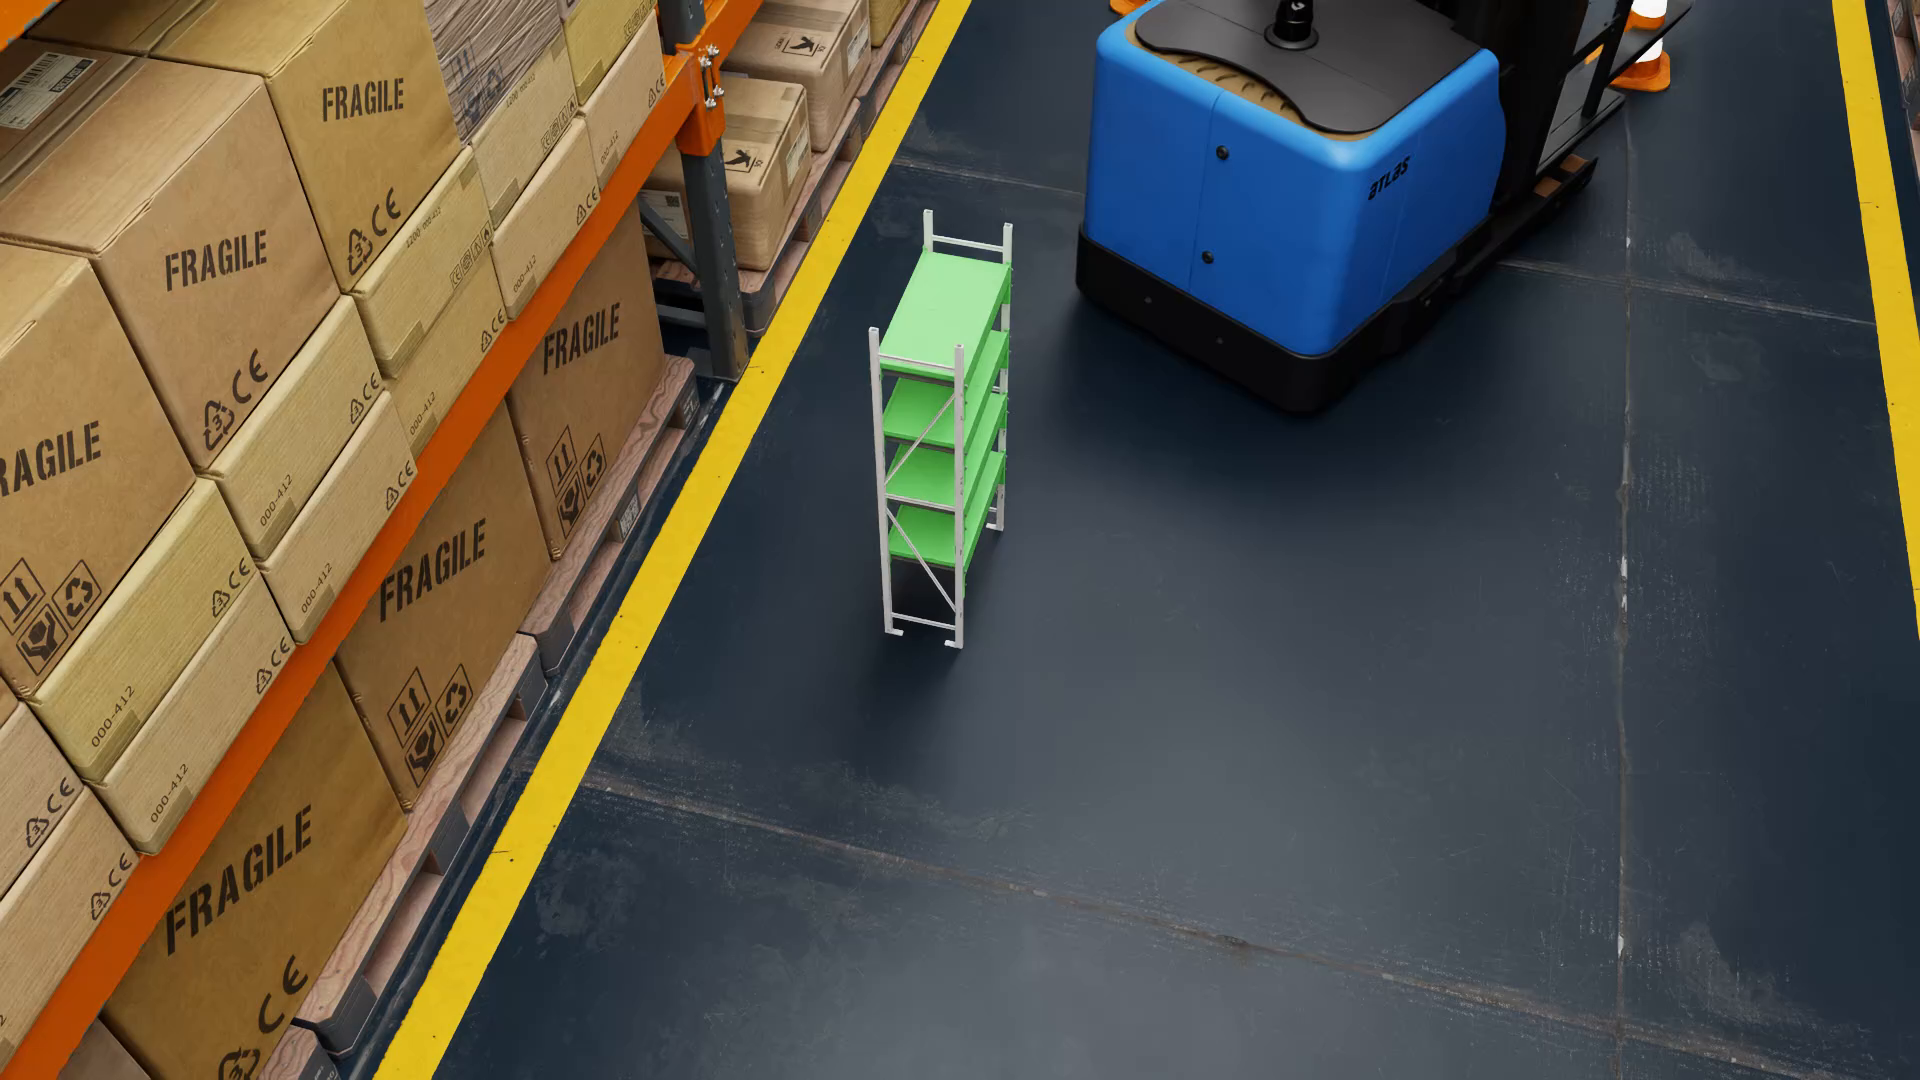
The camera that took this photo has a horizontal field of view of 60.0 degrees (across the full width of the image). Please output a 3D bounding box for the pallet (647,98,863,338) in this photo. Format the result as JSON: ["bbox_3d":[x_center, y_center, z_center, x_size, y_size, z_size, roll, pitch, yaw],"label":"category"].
[{"bbox_3d":[-1.023,-1.312,6.267,1.003,0.211,1.213,12,50,10],"label":"pallet"}]

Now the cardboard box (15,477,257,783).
[{"bbox_3d":[-1.626,0.103,2.925,0.500,0.250,0.500,12,50,11],"label":"cardboard box"}]

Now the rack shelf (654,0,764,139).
[{"bbox_3d":[-0.704,-2.878,6.269,1.077,0.370,4.000,12,50,10],"label":"rack shelf"}]

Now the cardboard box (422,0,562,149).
[{"bbox_3d":[-1.241,-1.235,3.606,0.500,0.500,0.500,12,50,11],"label":"cardboard box"}]

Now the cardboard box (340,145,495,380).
[{"bbox_3d":[-1.359,-0.639,3.580,0.500,0.250,0.500,10,49,9],"label":"cardboard box"}]

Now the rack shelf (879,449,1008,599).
[{"bbox_3d":[-0.044,-0.076,4.922,0.258,0.148,0.480,12,50,10],"label":"rack shelf"}]

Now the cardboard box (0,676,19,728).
[{"bbox_3d":[-1.783,0.225,2.317,0.500,0.500,0.500,11,50,10],"label":"cardboard box"}]

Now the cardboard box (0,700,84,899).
[{"bbox_3d":[-1.785,0.463,2.607,0.500,0.250,0.500,12,50,11],"label":"cardboard box"}]

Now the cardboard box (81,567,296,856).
[{"bbox_3d":[-1.627,0.265,3.115,0.500,0.250,0.500,11,50,10],"label":"cardboard box"}]

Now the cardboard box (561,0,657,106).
[{"bbox_3d":[-1.112,-1.385,4.238,0.500,0.250,0.500,11,50,10],"label":"cardboard box"}]

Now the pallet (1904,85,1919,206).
[{"bbox_3d":[4.175,-1.278,6.237,1.003,0.211,1.213,12,50,10],"label":"pallet"}]

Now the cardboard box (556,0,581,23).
[{"bbox_3d":[-1.114,-1.608,3.935,0.500,0.500,0.500,10,49,9],"label":"cardboard box"}]

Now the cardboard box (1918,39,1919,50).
[{"bbox_3d":[4.291,-1.890,6.138,1.050,0.750,0.750,12,50,10],"label":"cardboard box"}]

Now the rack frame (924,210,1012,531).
[{"bbox_3d":[0.021,-0.454,4.850,0.240,1.200,0.015,12,50,10],"label":"rack frame"}]

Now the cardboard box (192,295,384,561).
[{"bbox_3d":[-1.495,-0.263,3.248,0.500,0.250,0.500,10,49,9],"label":"cardboard box"}]

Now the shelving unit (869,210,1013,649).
[{"bbox_3d":[-0.044,-0.277,4.694,0.258,1.200,0.503,12,50,10],"label":"shelving unit"}]

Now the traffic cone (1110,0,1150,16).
[{"bbox_3d":[0.847,-2.550,7.192,0.336,0.463,0.334,12,50,10],"label":"traffic cone"}]

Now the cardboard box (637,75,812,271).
[{"bbox_3d":[-1.072,-1.345,5.909,0.950,0.372,0.625,9,49,7],"label":"cardboard box"}]

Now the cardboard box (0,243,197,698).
[{"bbox_3d":[-1.648,-0.137,2.637,0.500,0.500,0.500,10,49,9],"label":"cardboard box"}]

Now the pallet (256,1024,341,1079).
[{"bbox_3d":[-2.153,1.574,3.720,1.003,0.211,1.213,12,50,10],"label":"pallet"}]

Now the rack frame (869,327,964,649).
[{"bbox_3d":[-0.108,-0.101,4.539,0.240,1.200,0.015,12,50,10],"label":"rack frame"}]

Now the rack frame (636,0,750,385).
[{"bbox_3d":[-1.230,-1.669,4.723,1.000,3.000,0.127,12,50,10],"label":"rack frame"}]

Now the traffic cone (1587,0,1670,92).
[{"bbox_3d":[2.815,-2.147,6.837,0.336,0.463,0.334,12,50,10],"label":"traffic cone"}]

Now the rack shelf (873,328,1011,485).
[{"bbox_3d":[-0.044,-0.394,4.562,0.258,0.148,0.480,12,50,10],"label":"rack shelf"}]

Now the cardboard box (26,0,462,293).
[{"bbox_3d":[-1.378,-0.877,3.290,0.500,0.500,0.500,12,50,10],"label":"cardboard box"}]

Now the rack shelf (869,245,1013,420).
[{"bbox_3d":[-0.044,-0.553,4.383,0.258,0.148,0.480,12,50,10],"label":"rack shelf"}]

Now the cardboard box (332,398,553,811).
[{"bbox_3d":[-1.731,0.022,4.367,0.875,0.875,0.875,12,50,10],"label":"cardboard box"}]

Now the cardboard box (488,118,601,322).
[{"bbox_3d":[-1.232,-0.830,4.082,0.500,0.250,0.500,12,50,11],"label":"cardboard box"}]

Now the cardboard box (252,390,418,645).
[{"bbox_3d":[-1.487,-0.095,3.433,0.500,0.250,0.500,11,49,9],"label":"cardboard box"}]

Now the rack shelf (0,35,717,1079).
[{"bbox_3d":[-1.757,0.015,3.716,1.077,0.370,4.000,12,50,10],"label":"rack shelf"}]

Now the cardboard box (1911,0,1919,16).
[{"bbox_3d":[4.548,-2.587,6.753,1.050,0.750,0.750,11,50,10],"label":"cardboard box"}]

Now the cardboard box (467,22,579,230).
[{"bbox_3d":[-1.244,-1.013,3.910,0.500,0.250,0.500,10,49,9],"label":"cardboard box"}]

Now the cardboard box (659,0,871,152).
[{"bbox_3d":[-0.885,-1.881,6.382,0.950,0.372,0.625,11,49,9],"label":"cardboard box"}]

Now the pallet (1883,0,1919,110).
[{"bbox_3d":[4.494,-2.163,7.018,1.003,0.211,1.213,12,50,10],"label":"pallet"}]

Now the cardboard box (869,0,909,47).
[{"bbox_3d":[-0.680,-2.428,6.865,0.950,0.372,0.625,13,50,11],"label":"cardboard box"}]

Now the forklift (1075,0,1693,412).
[{"bbox_3d":[1.785,-2.413,5.425,1.130,2.935,3.031,35,57,27],"label":"forklift"}]

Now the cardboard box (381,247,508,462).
[{"bbox_3d":[-1.380,-0.469,3.763,0.500,0.250,0.500,11,50,10],"label":"cardboard box"}]

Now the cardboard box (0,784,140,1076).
[{"bbox_3d":[-1.778,0.633,2.791,0.500,0.250,0.500,10,49,9],"label":"cardboard box"}]

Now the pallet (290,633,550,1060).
[{"bbox_3d":[-1.833,0.688,4.502,1.003,0.211,1.213,12,50,10],"label":"pallet"}]

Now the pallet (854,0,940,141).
[{"bbox_3d":[-0.700,-2.191,7.043,1.003,0.211,1.213,12,50,10],"label":"pallet"}]

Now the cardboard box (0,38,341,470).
[{"bbox_3d":[-1.518,-0.512,2.968,0.500,0.500,0.500,11,49,9],"label":"cardboard box"}]

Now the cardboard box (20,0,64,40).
[{"bbox_3d":[-1.868,-0.993,3.392,0.500,0.500,0.500,13,50,11],"label":"cardboard box"}]

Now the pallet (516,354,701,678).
[{"bbox_3d":[-1.510,-0.191,5.278,1.003,0.211,1.213,12,50,10],"label":"pallet"}]

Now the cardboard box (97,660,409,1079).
[{"bbox_3d":[-1.967,0.669,3.796,0.875,0.875,0.875,13,50,11],"label":"cardboard box"}]

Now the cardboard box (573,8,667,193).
[{"bbox_3d":[-1.113,-1.203,4.411,0.500,0.250,0.500,10,49,9],"label":"cardboard box"}]

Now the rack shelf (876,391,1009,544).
[{"bbox_3d":[-0.044,-0.235,4.742,0.258,0.148,0.480,12,50,10],"label":"rack shelf"}]

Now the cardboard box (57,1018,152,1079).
[{"bbox_3d":[-2.197,1.324,3.218,0.875,0.875,0.875,13,50,11],"label":"cardboard box"}]

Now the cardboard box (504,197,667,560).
[{"bbox_3d":[-1.492,-0.622,4.935,0.875,0.875,0.875,11,50,10],"label":"cardboard box"}]
